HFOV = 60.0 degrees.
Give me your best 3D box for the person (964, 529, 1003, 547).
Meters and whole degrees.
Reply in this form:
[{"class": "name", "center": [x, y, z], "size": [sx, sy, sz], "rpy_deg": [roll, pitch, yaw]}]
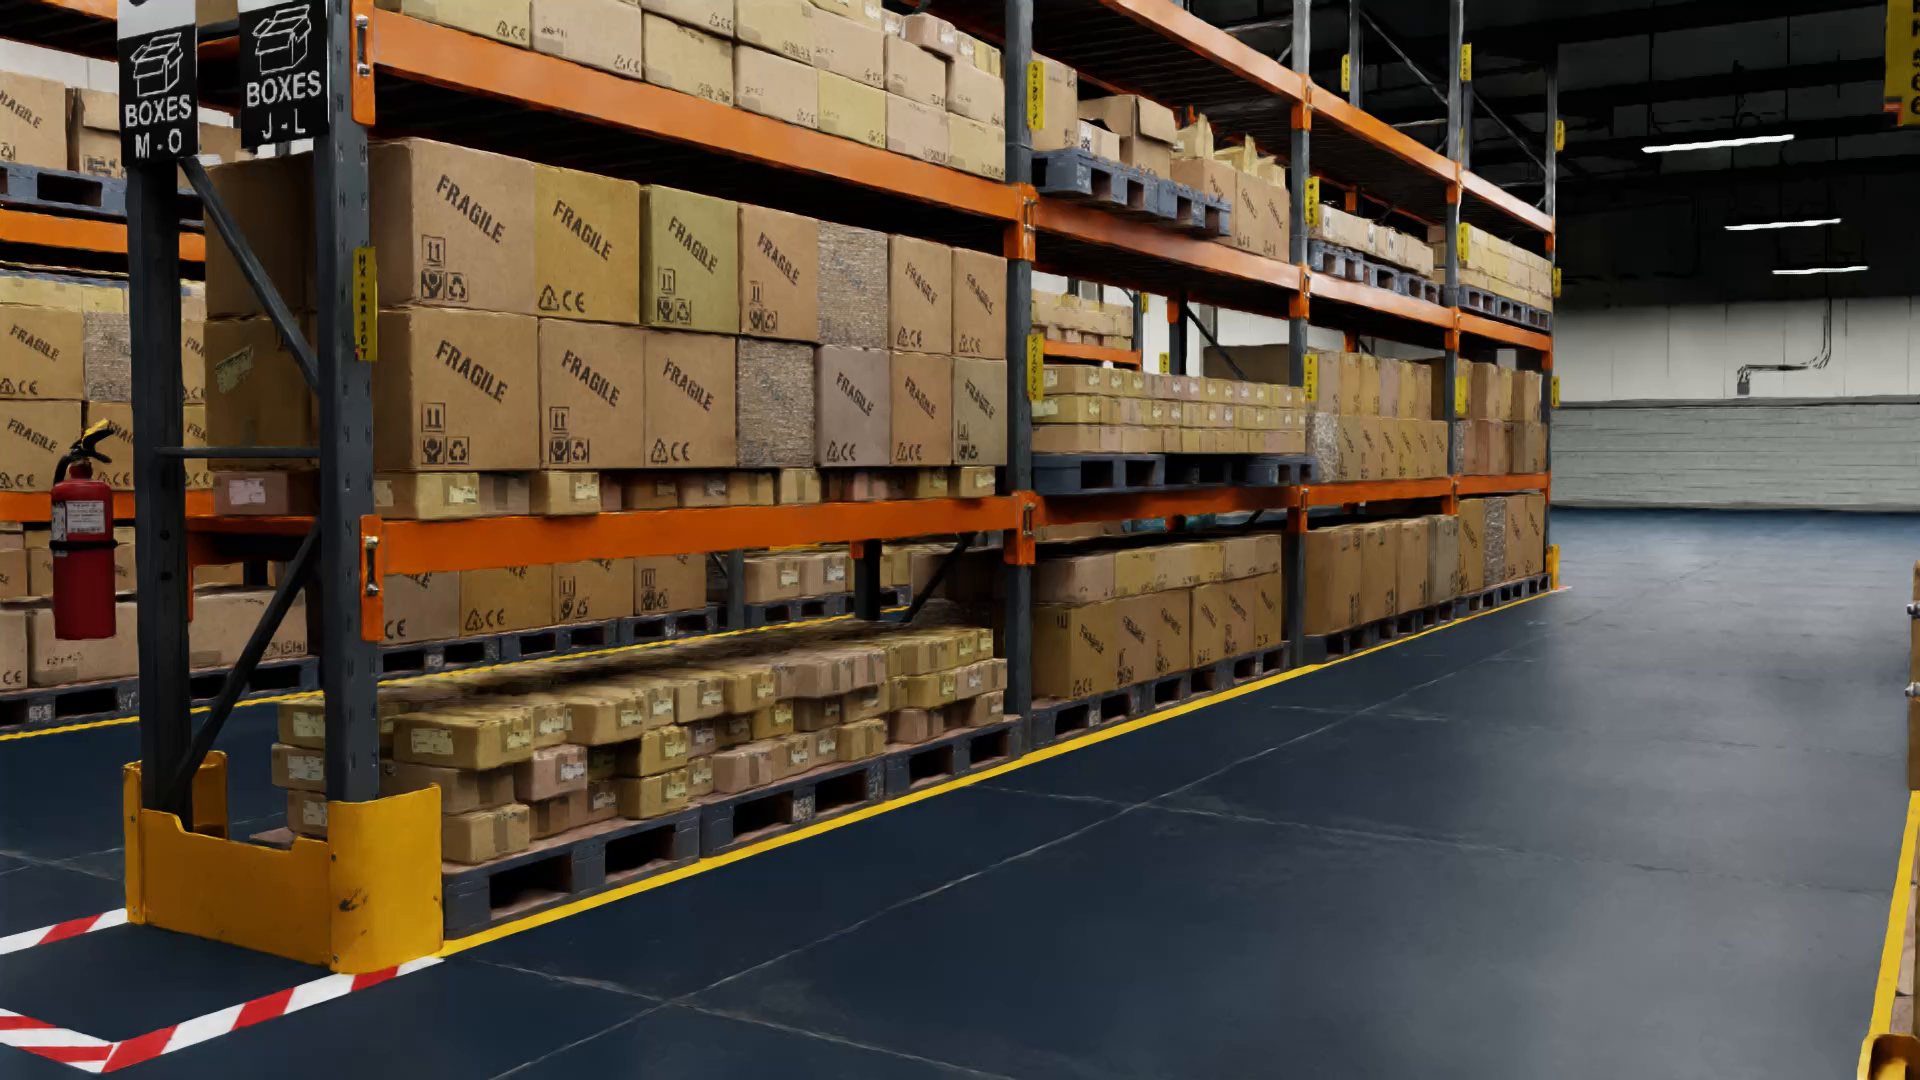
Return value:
[{"class": "person", "center": [0.269, -0.108, 14.801], "size": [0.662, 1.692, 0.710], "rpy_deg": [1, 3, 22]}]
